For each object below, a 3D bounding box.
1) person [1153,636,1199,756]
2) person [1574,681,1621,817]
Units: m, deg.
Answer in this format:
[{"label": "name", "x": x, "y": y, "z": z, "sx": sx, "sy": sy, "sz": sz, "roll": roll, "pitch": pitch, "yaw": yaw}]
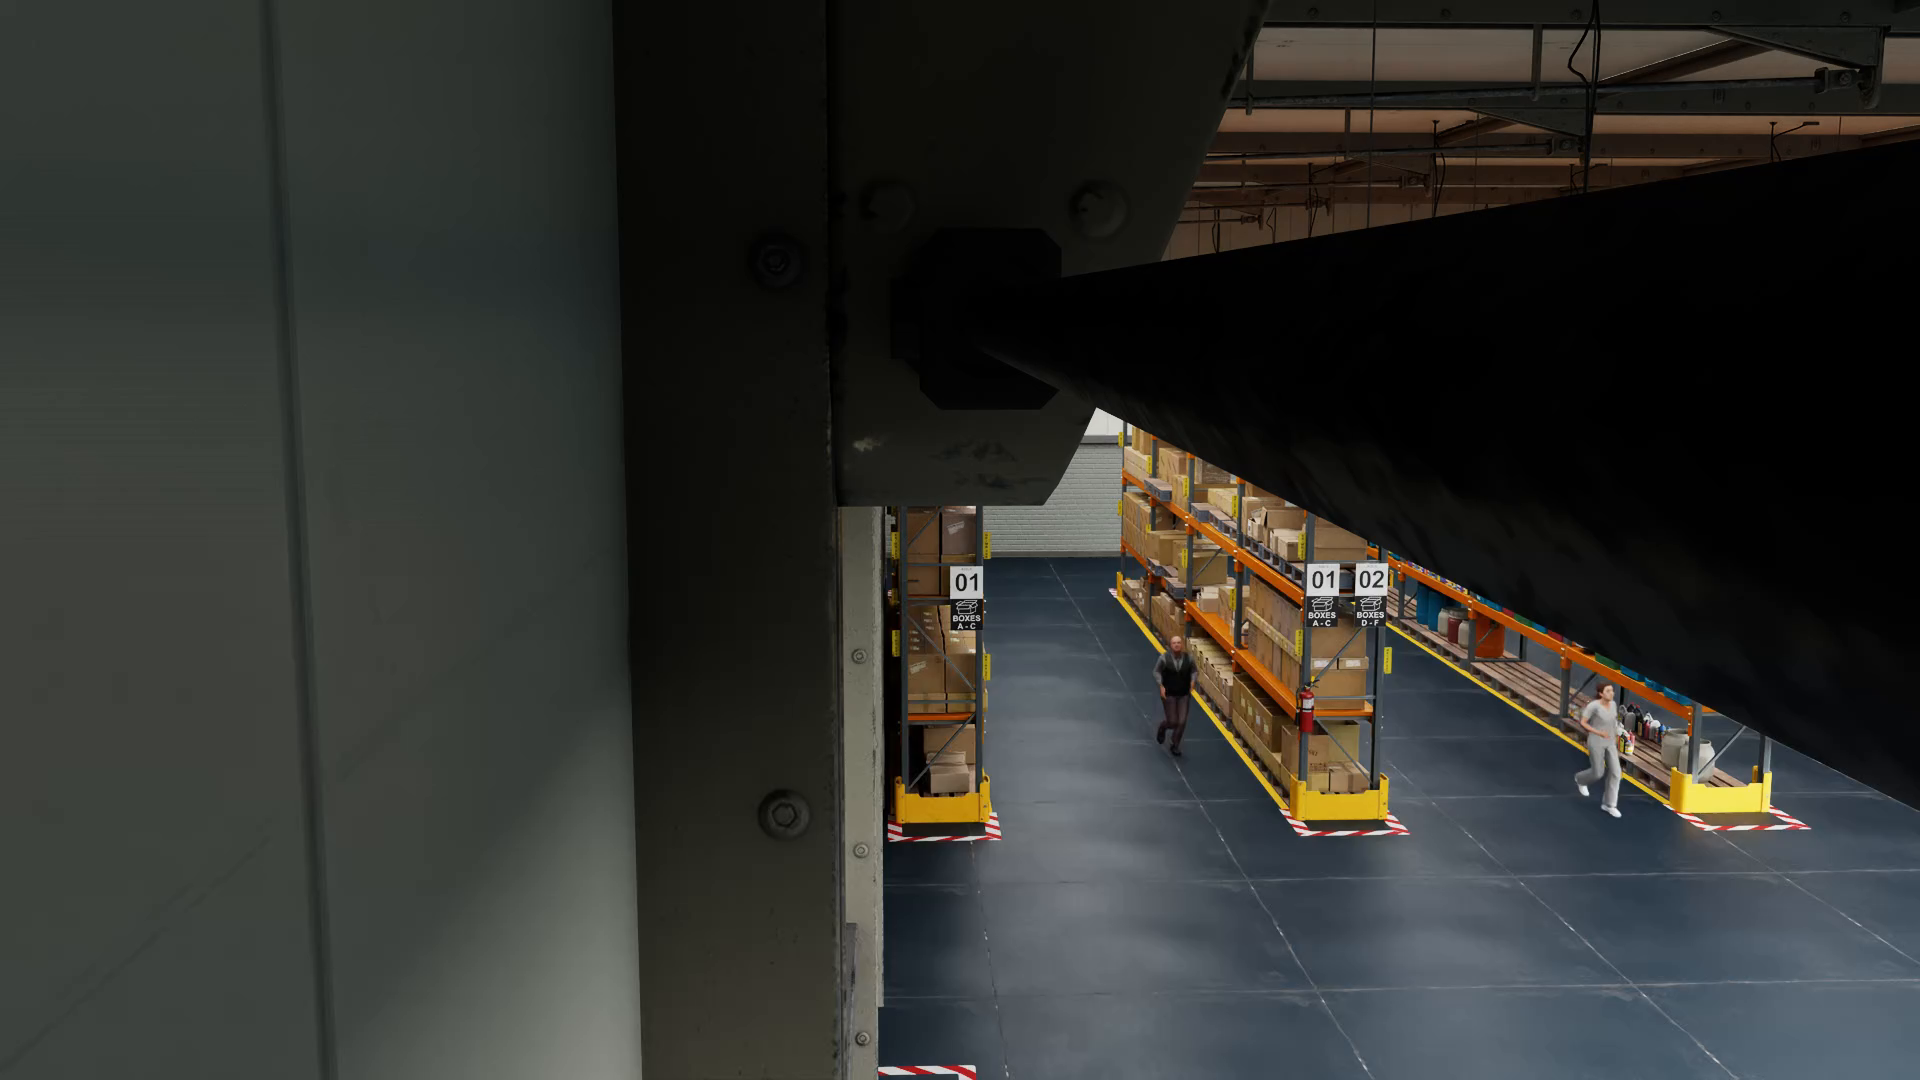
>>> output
[{"label": "person", "x": 3.078, "y": 2.197, "z": 23.617, "sx": 0.656, "sy": 1.696, "sz": 0.627, "roll": -1, "pitch": 8, "yaw": -5}, {"label": "person", "x": 8.075, "y": 2.600, "z": 20.991, "sx": 0.605, "sy": 1.650, "sz": 0.834, "roll": -2, "pitch": 8, "yaw": -15}]
